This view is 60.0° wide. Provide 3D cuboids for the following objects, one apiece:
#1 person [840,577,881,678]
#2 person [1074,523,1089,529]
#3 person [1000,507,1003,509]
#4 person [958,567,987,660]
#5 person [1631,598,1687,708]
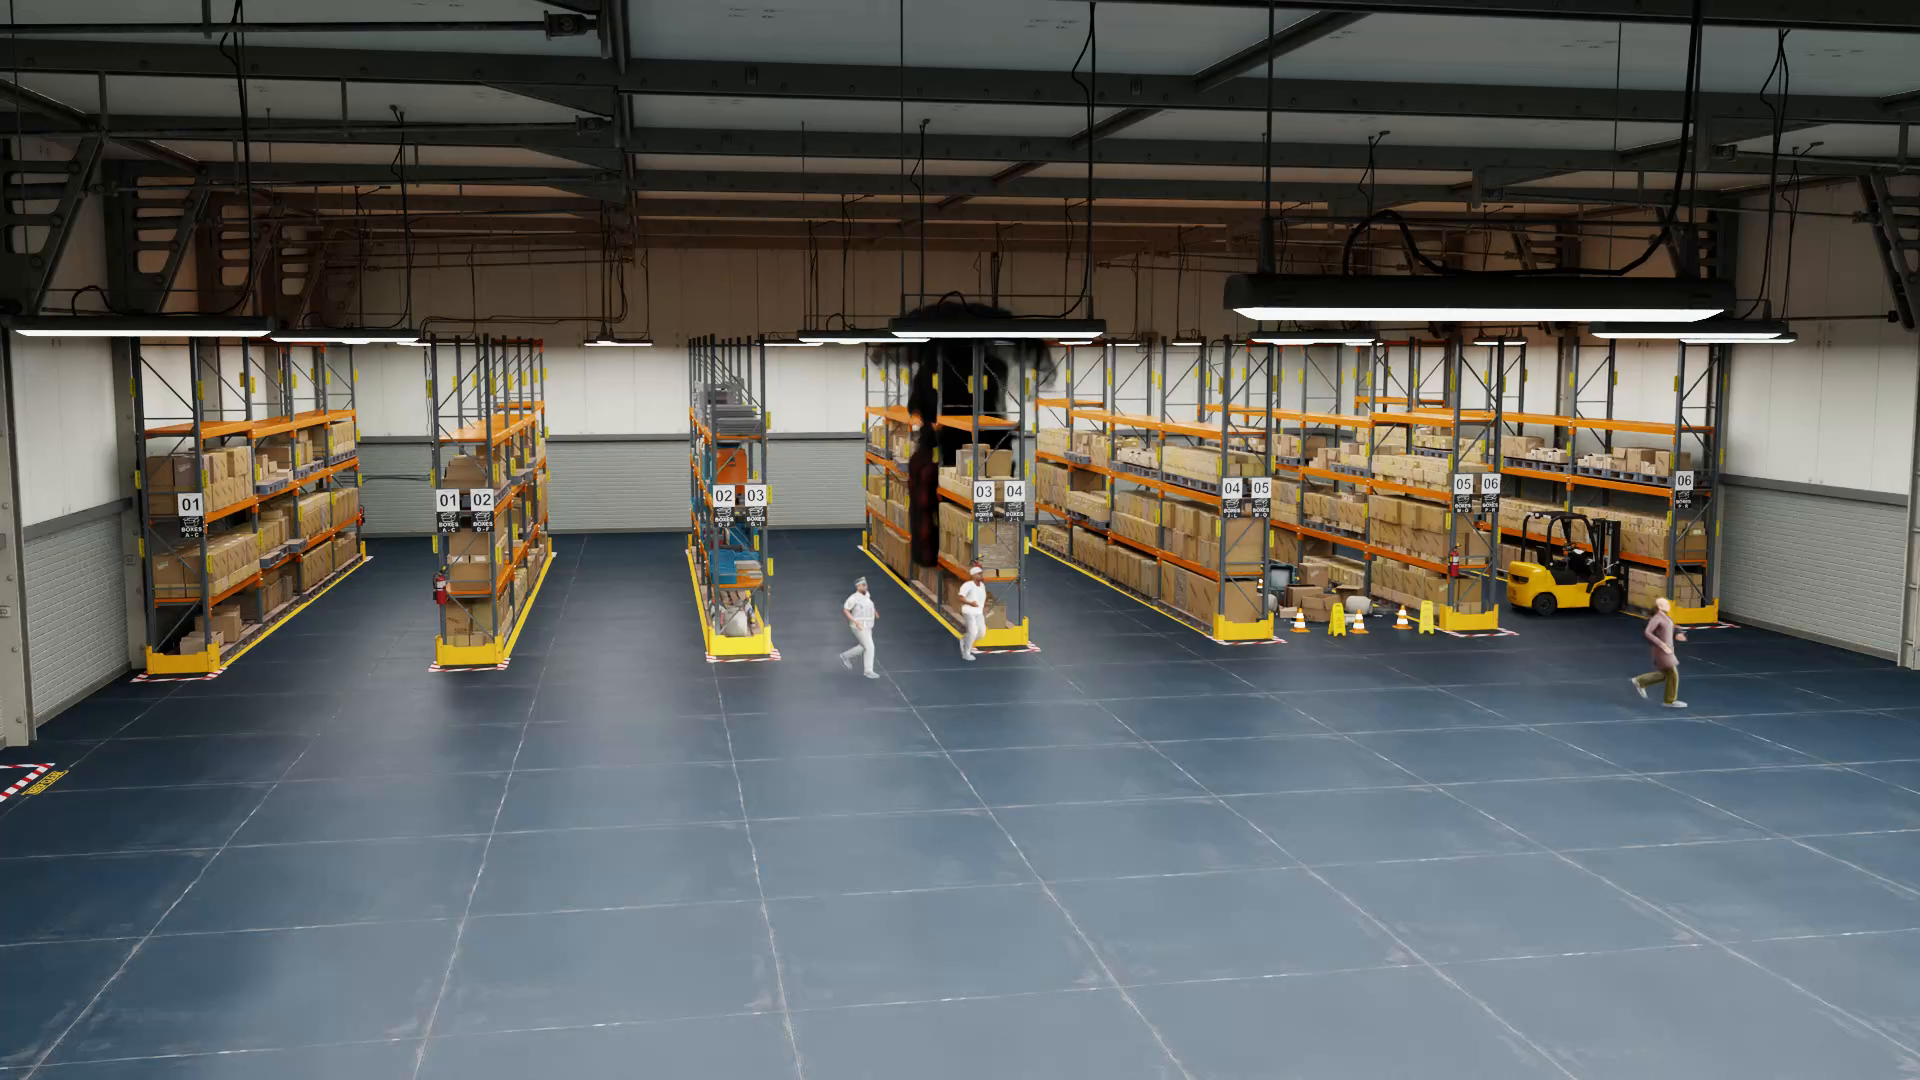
[{"bbox_3d":[-1.754,1.519,29.211,0.813,1.781,0.654,3,7,25],"label":"person"},{"bbox_3d":[3.701,-0.815,50.158,0.550,1.605,0.574,-2,7,-14],"label":"person"},{"bbox_3d":[0.934,-0.683,48.833,0.592,1.641,0.874,6,9,41],"label":"person"},{"bbox_3d":[0.266,1.347,30.878,0.622,1.702,0.725,6,9,44],"label":"person"},{"bbox_3d":[11.258,1.800,26.726,0.897,1.745,0.720,5,8,36],"label":"person"}]
